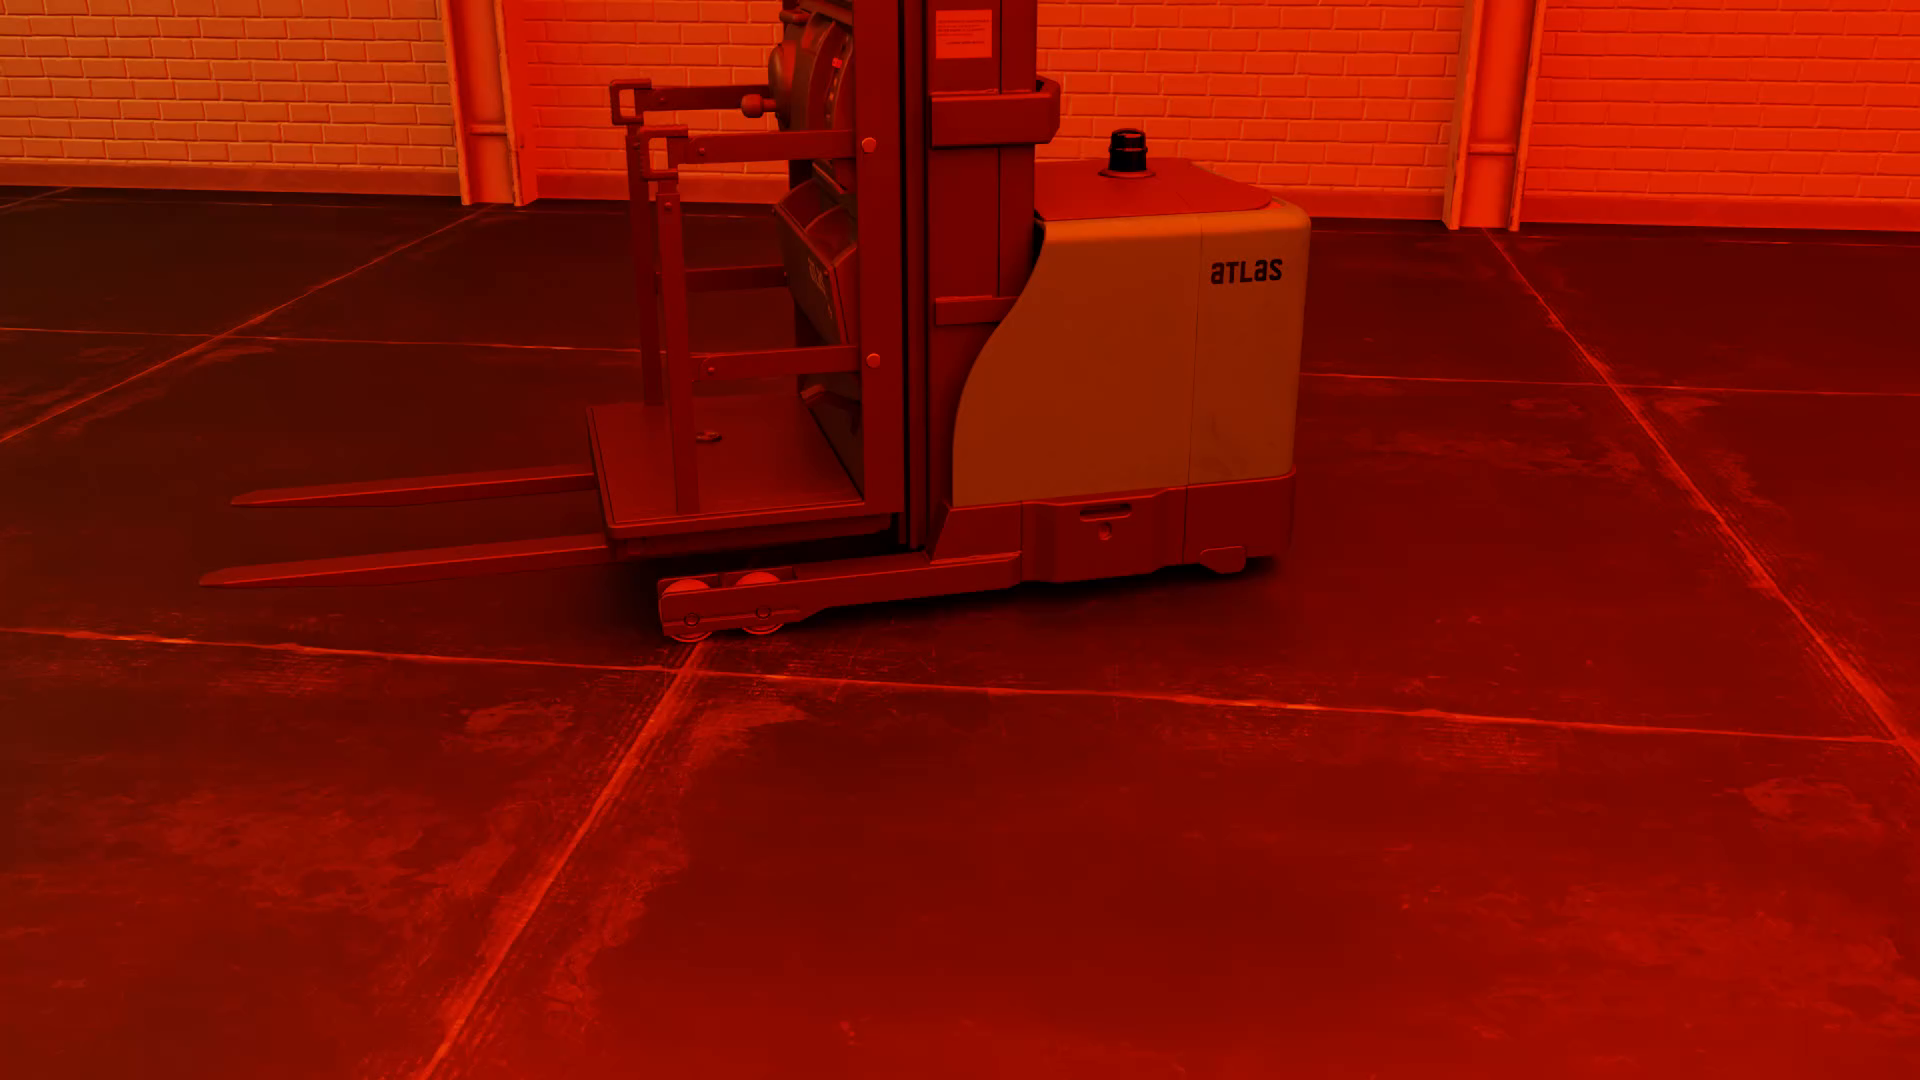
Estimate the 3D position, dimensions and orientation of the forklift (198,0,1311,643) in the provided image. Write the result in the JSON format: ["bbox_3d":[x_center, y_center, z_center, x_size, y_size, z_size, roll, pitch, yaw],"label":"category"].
[{"bbox_3d":[-0.588,-1.301,4.485,3.031,2.935,1.130,-6,23,-14],"label":"forklift"}]
